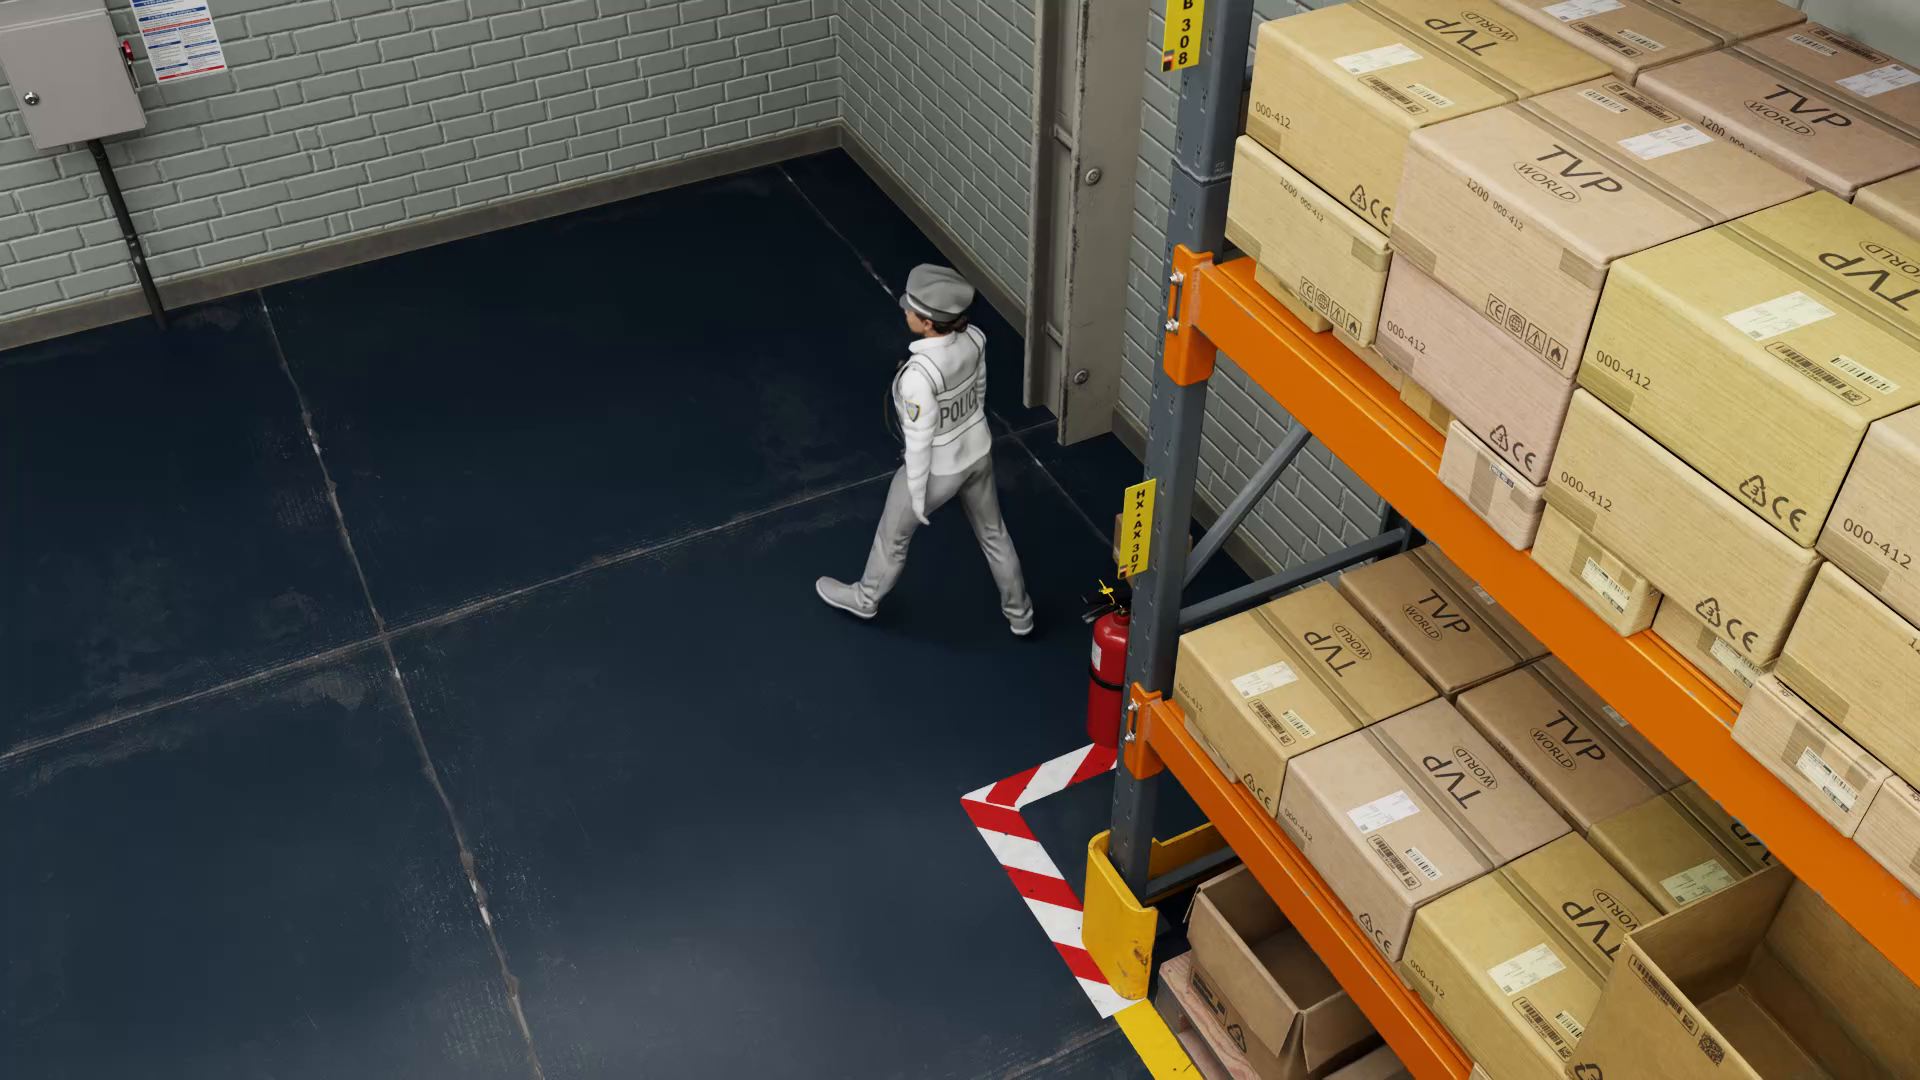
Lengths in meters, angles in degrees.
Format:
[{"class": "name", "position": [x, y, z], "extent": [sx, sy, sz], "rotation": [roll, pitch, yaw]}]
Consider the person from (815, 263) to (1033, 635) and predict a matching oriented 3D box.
[{"class": "person", "position": [-0.115, -0.321, 6.496], "extent": [0.845, 1.641, 0.615], "rotation": [29, 49, 29]}]
